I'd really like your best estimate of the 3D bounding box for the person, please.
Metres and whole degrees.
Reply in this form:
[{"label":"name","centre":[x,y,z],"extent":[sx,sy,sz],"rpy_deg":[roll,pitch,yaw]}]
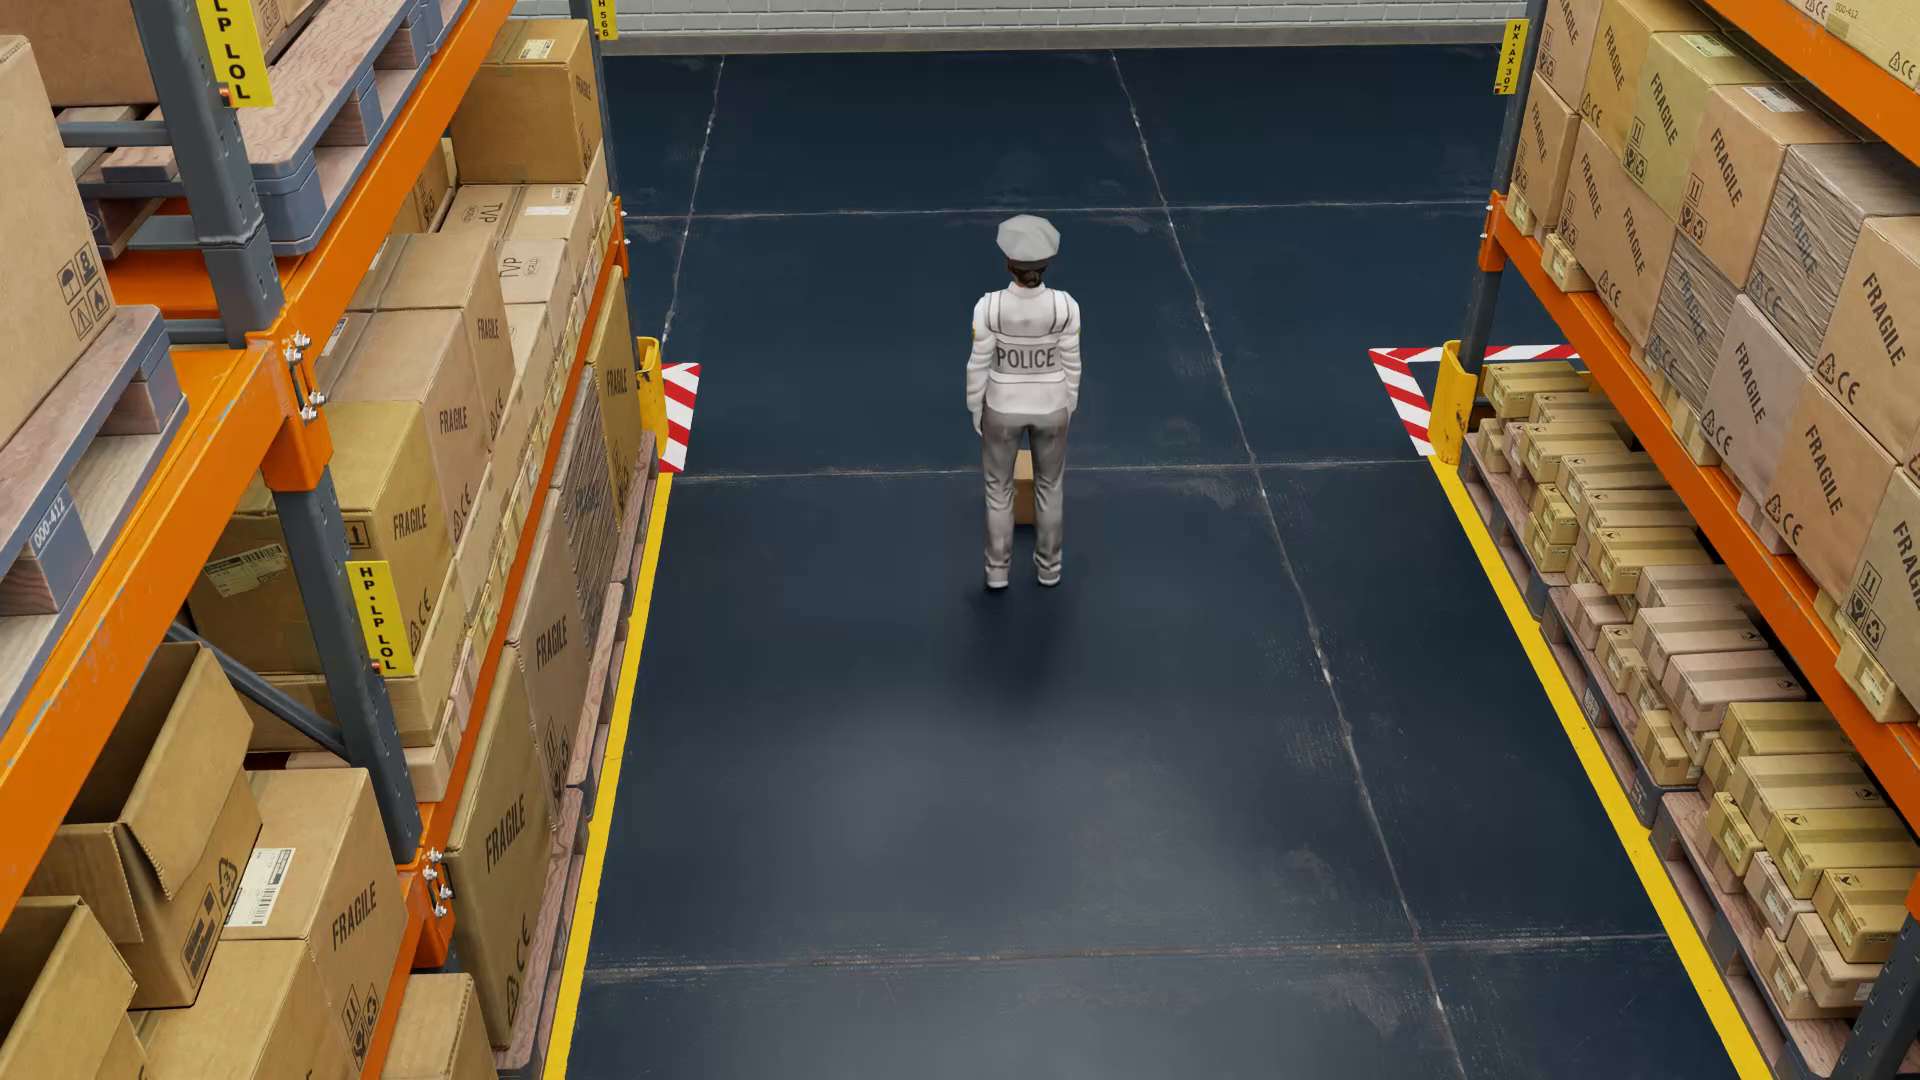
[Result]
[{"label":"person","centre":[0.259,-0.529,6.915],"extent":[0.466,1.724,0.343],"rpy_deg":[-1,35,-1]}]
